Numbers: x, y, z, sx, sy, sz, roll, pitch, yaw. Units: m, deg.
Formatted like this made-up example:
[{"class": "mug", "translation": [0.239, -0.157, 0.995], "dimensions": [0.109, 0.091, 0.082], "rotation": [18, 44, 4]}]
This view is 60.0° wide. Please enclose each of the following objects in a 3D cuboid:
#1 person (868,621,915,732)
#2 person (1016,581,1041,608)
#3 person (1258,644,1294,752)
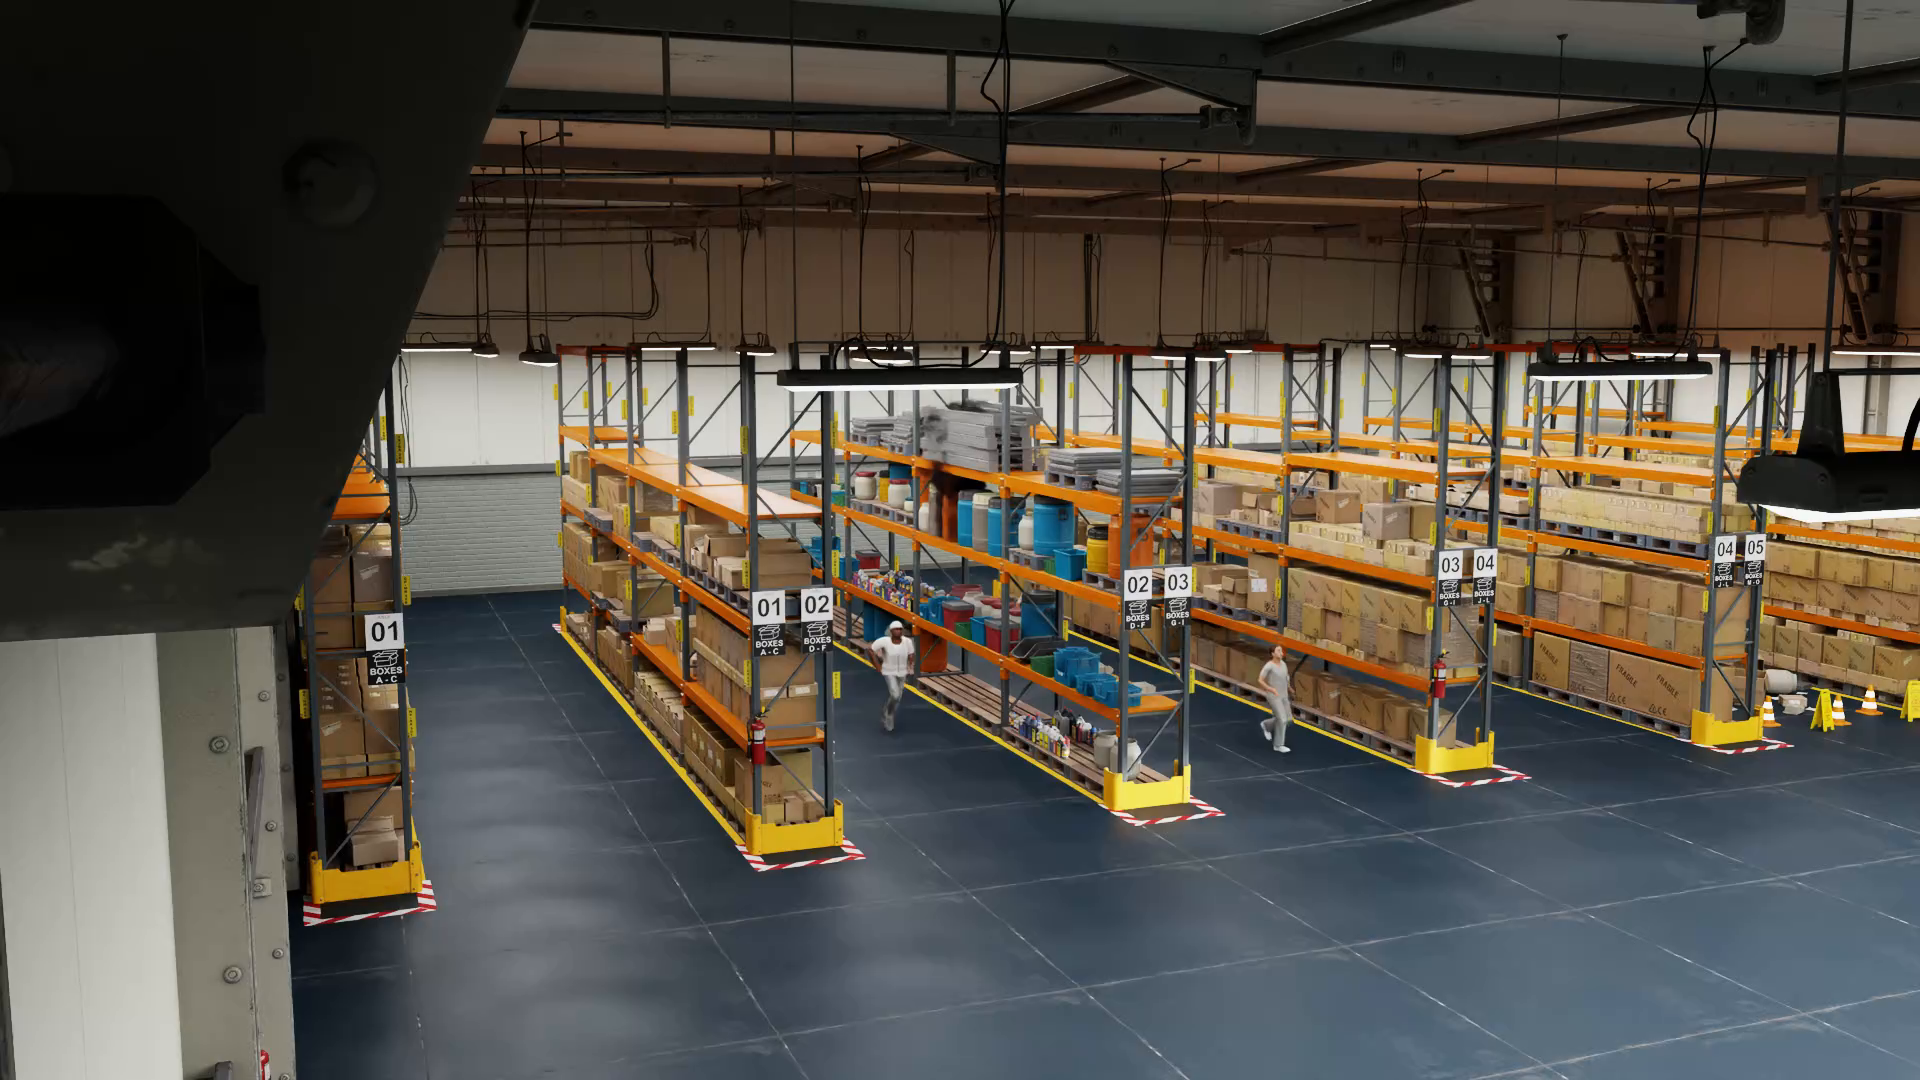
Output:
[{"class": "person", "translation": [-1.032, 2.134, 26.279], "dimensions": [0.683, 1.756, 0.740], "rotation": [-4, 8, -29]}, {"class": "person", "translation": [1.399, 1.558, 31.076], "dimensions": [0.590, 1.709, 0.844], "rotation": [-5, 9, -33]}, {"class": "person", "translation": [4.730, 2.358, 25.024], "dimensions": [0.565, 1.610, 0.646], "rotation": [-5, 9, -35]}]
